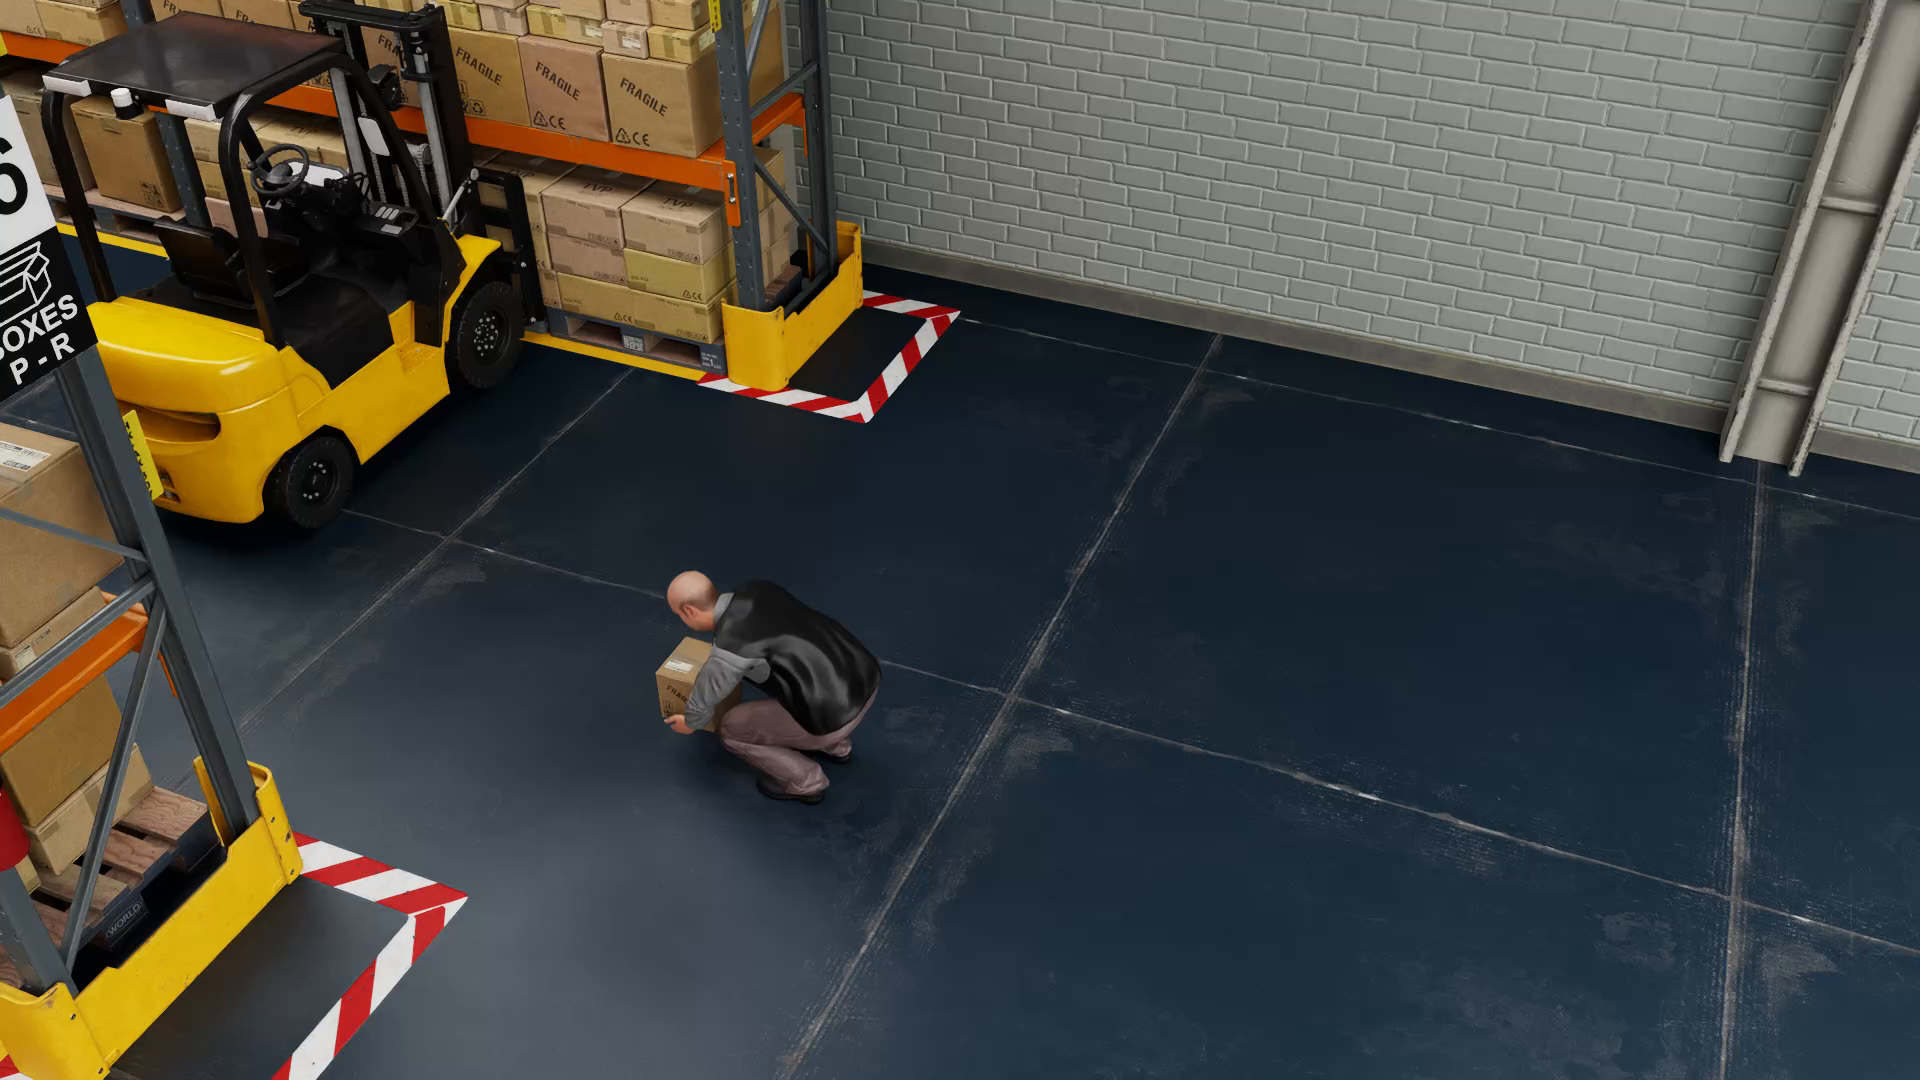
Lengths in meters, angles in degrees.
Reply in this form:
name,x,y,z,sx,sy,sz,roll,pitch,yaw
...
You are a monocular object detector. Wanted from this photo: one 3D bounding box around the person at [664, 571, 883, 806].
name,x,y,z,sx,sy,sz,roll,pitch,yaw
person,-0.768,0.569,6.713,0.873,0.976,0.539,14,39,18
